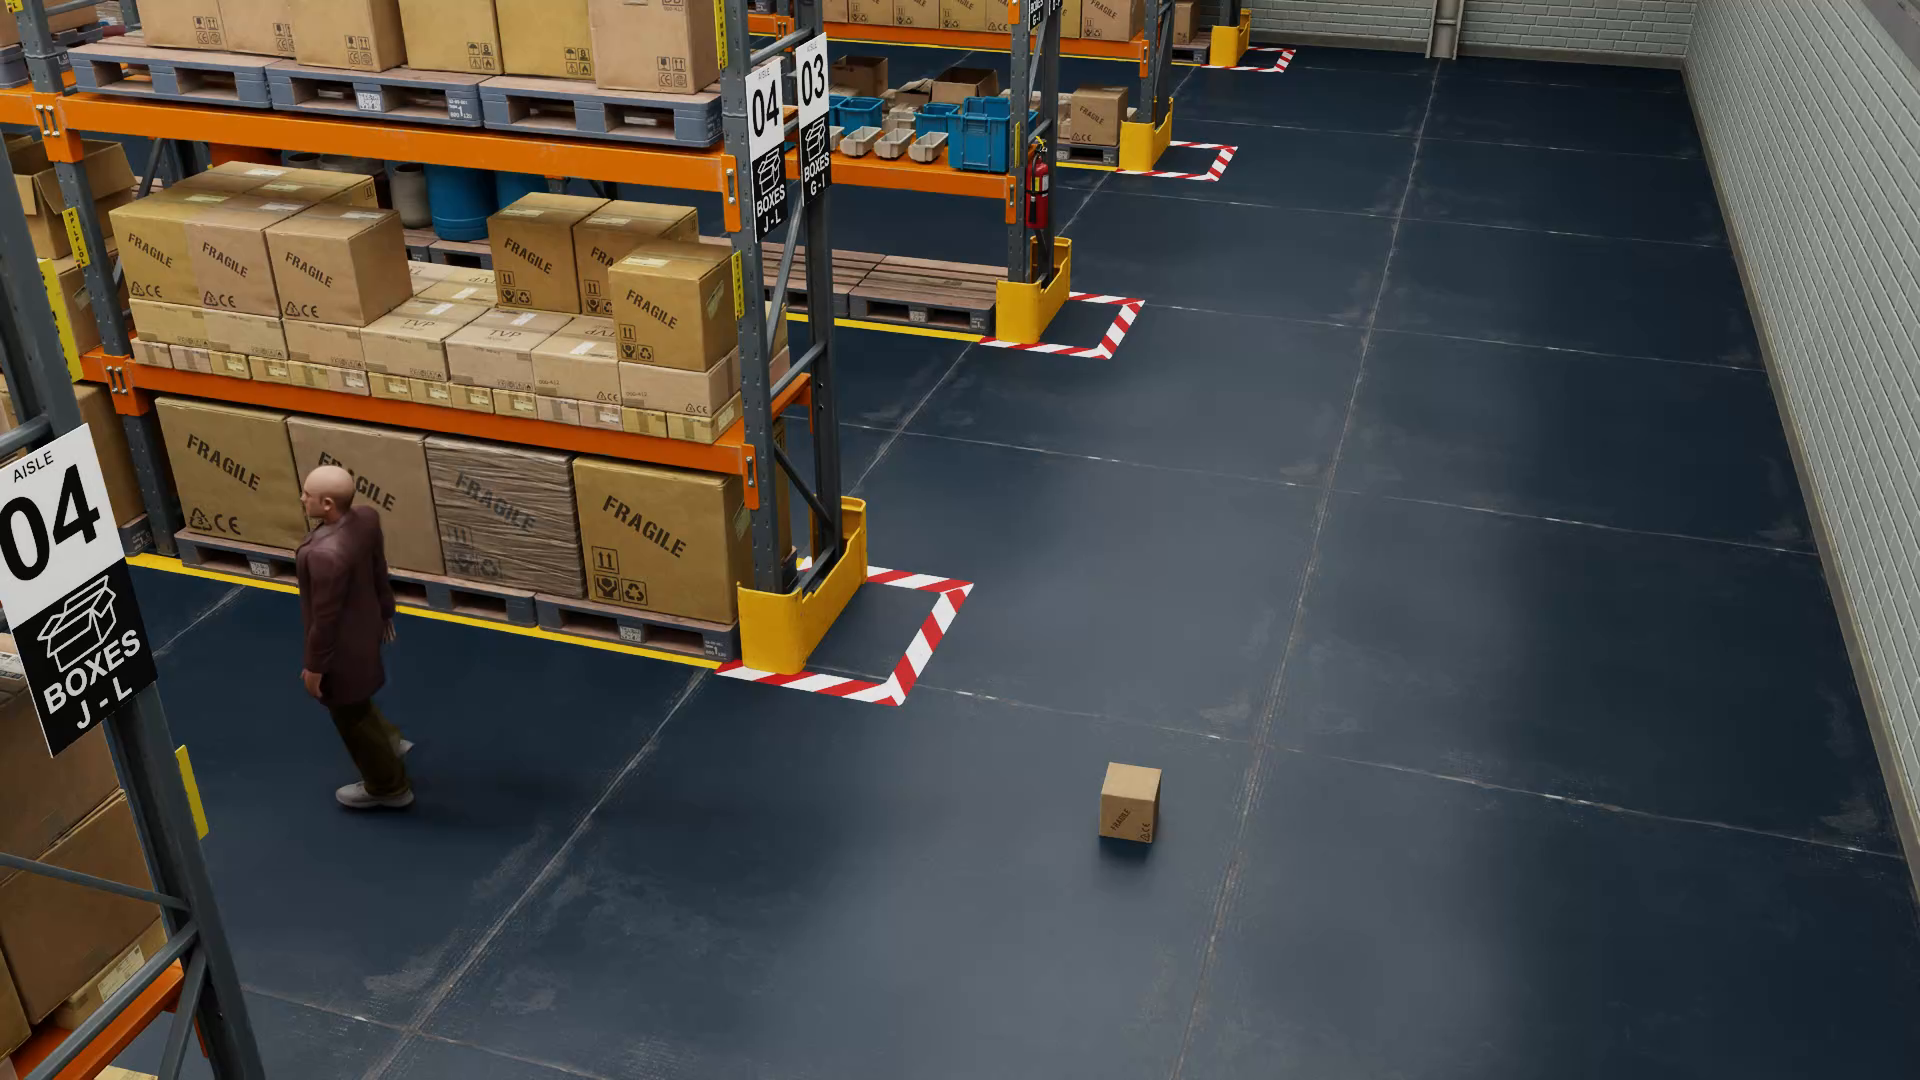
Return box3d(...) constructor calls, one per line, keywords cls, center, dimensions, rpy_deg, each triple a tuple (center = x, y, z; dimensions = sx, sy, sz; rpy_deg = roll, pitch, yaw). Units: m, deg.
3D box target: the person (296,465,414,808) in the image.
box3d(cls="person", center=(-2.865, 0.471, 7.646), dimensions=(0.480, 1.796, 0.610), rpy_deg=(1, 29, 3))
